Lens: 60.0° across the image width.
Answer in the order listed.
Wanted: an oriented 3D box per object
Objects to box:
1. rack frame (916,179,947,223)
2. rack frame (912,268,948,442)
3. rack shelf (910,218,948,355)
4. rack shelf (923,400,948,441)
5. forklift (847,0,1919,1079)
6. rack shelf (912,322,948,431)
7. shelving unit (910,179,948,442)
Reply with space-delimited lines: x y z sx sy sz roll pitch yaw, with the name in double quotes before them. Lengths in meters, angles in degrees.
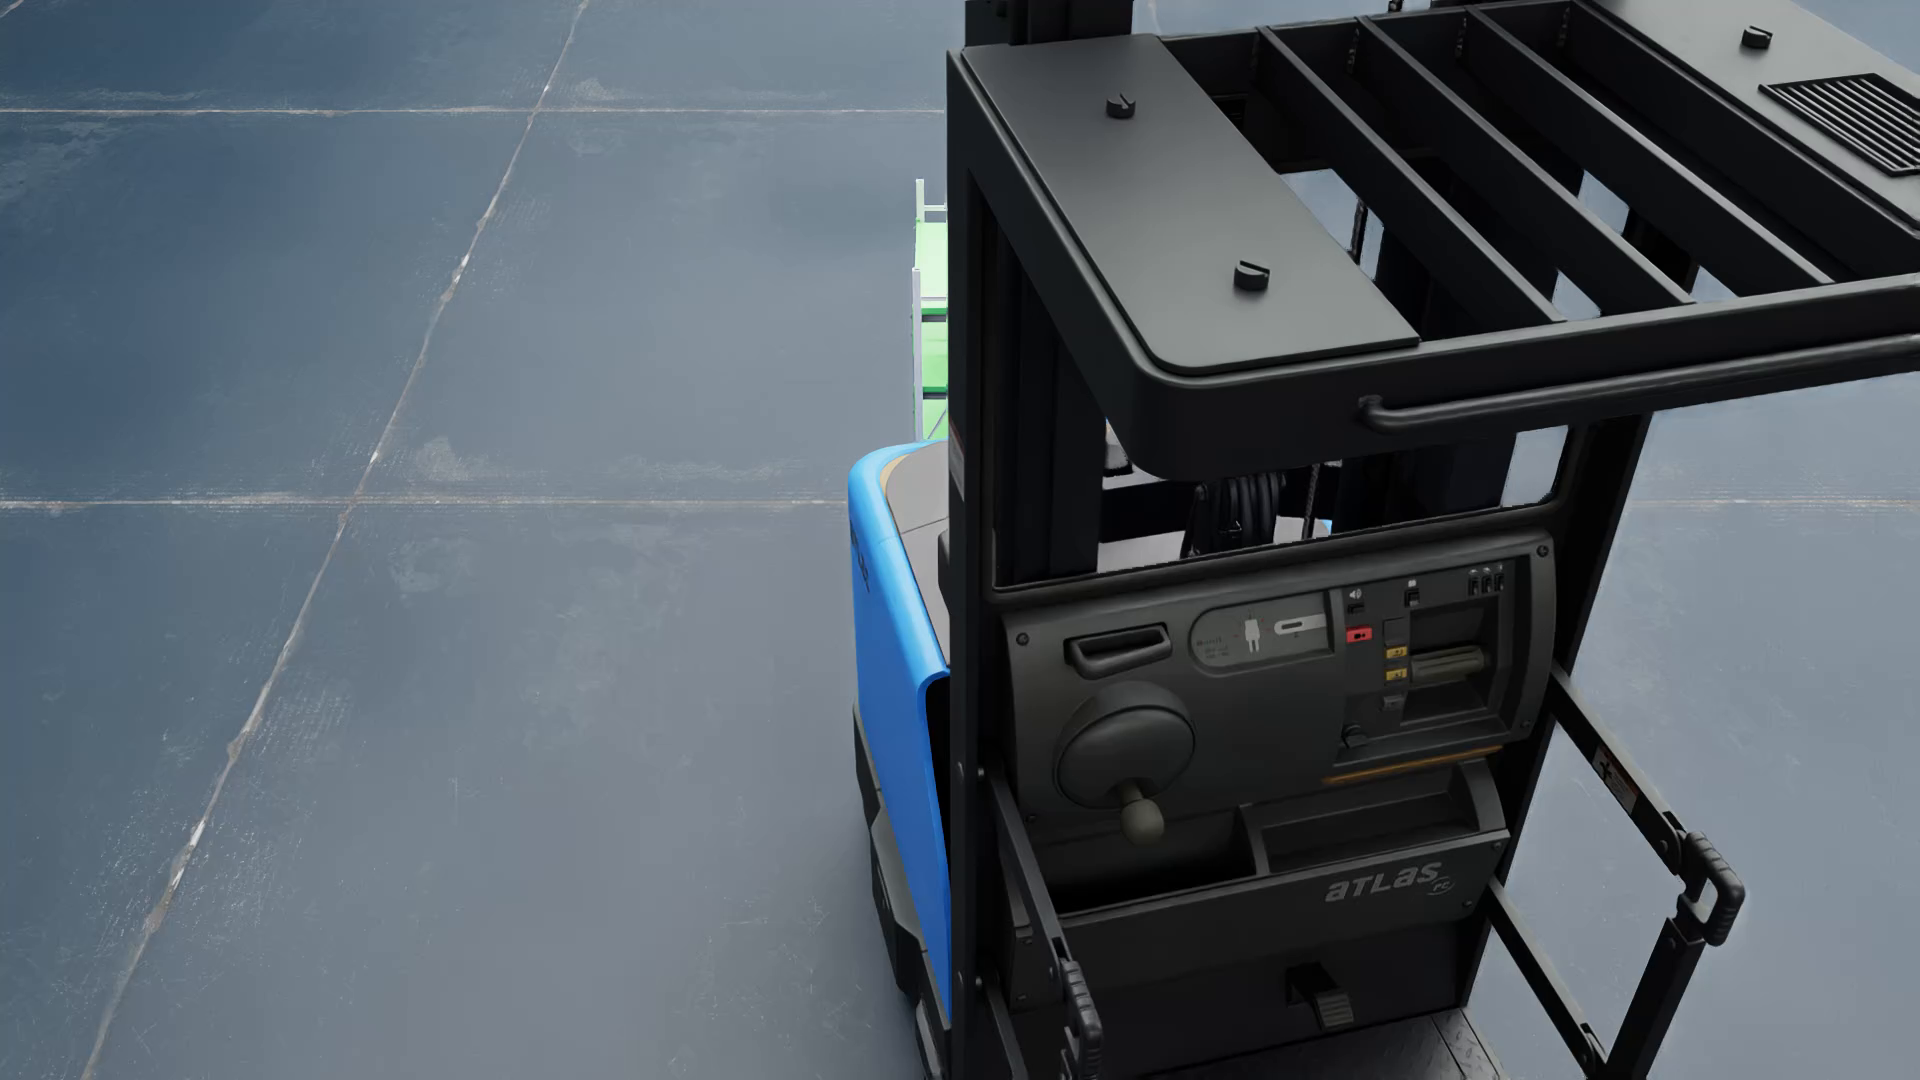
"rack frame" 0.000 -0.517 4.936 0.240 1.200 0.015 0 39 0
"rack frame" 0.000 -0.212 4.555 0.240 1.200 0.015 0 39 0
"rack shelf" 0.000 -0.689 4.485 0.258 0.148 0.480 0 39 0
"rack shelf" 0.000 -0.315 4.786 0.258 0.148 0.480 0 39 0
"forklift" 0.583 0.310 2.519 1.130 2.935 3.031 -9 40 -11
"rack shelf" 0.000 -0.502 4.635 0.258 0.148 0.480 0 39 0
"shelving unit" 0.000 -0.365 4.746 0.258 1.200 0.503 0 39 0
